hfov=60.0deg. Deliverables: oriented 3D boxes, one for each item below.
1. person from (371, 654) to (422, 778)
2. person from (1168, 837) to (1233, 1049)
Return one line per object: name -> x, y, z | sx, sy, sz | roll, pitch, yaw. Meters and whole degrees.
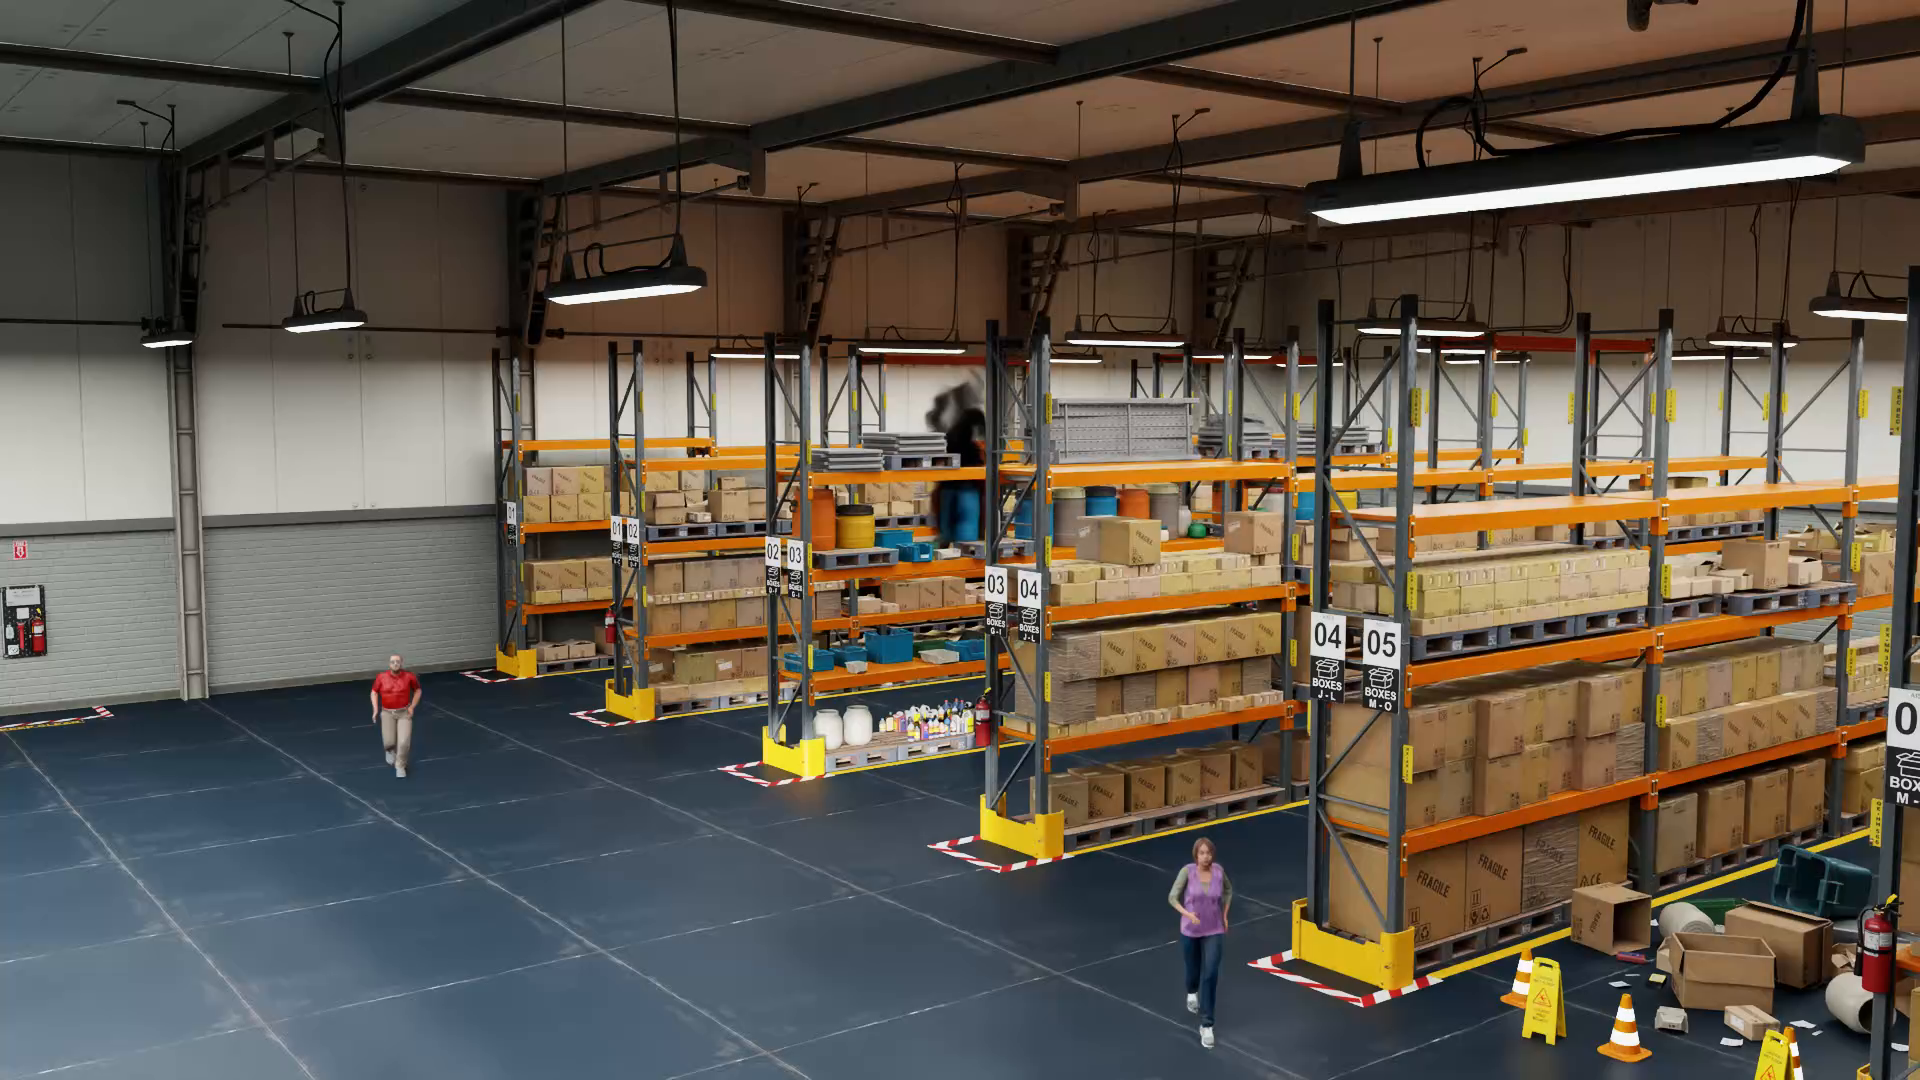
person -> -7.630, 2.361, 22.540 | 0.652, 1.674, 0.631 | -2, 5, -17
person -> 1.949, 3.186, 13.477 | 0.538, 1.606, 0.821 | 0, 5, 3
